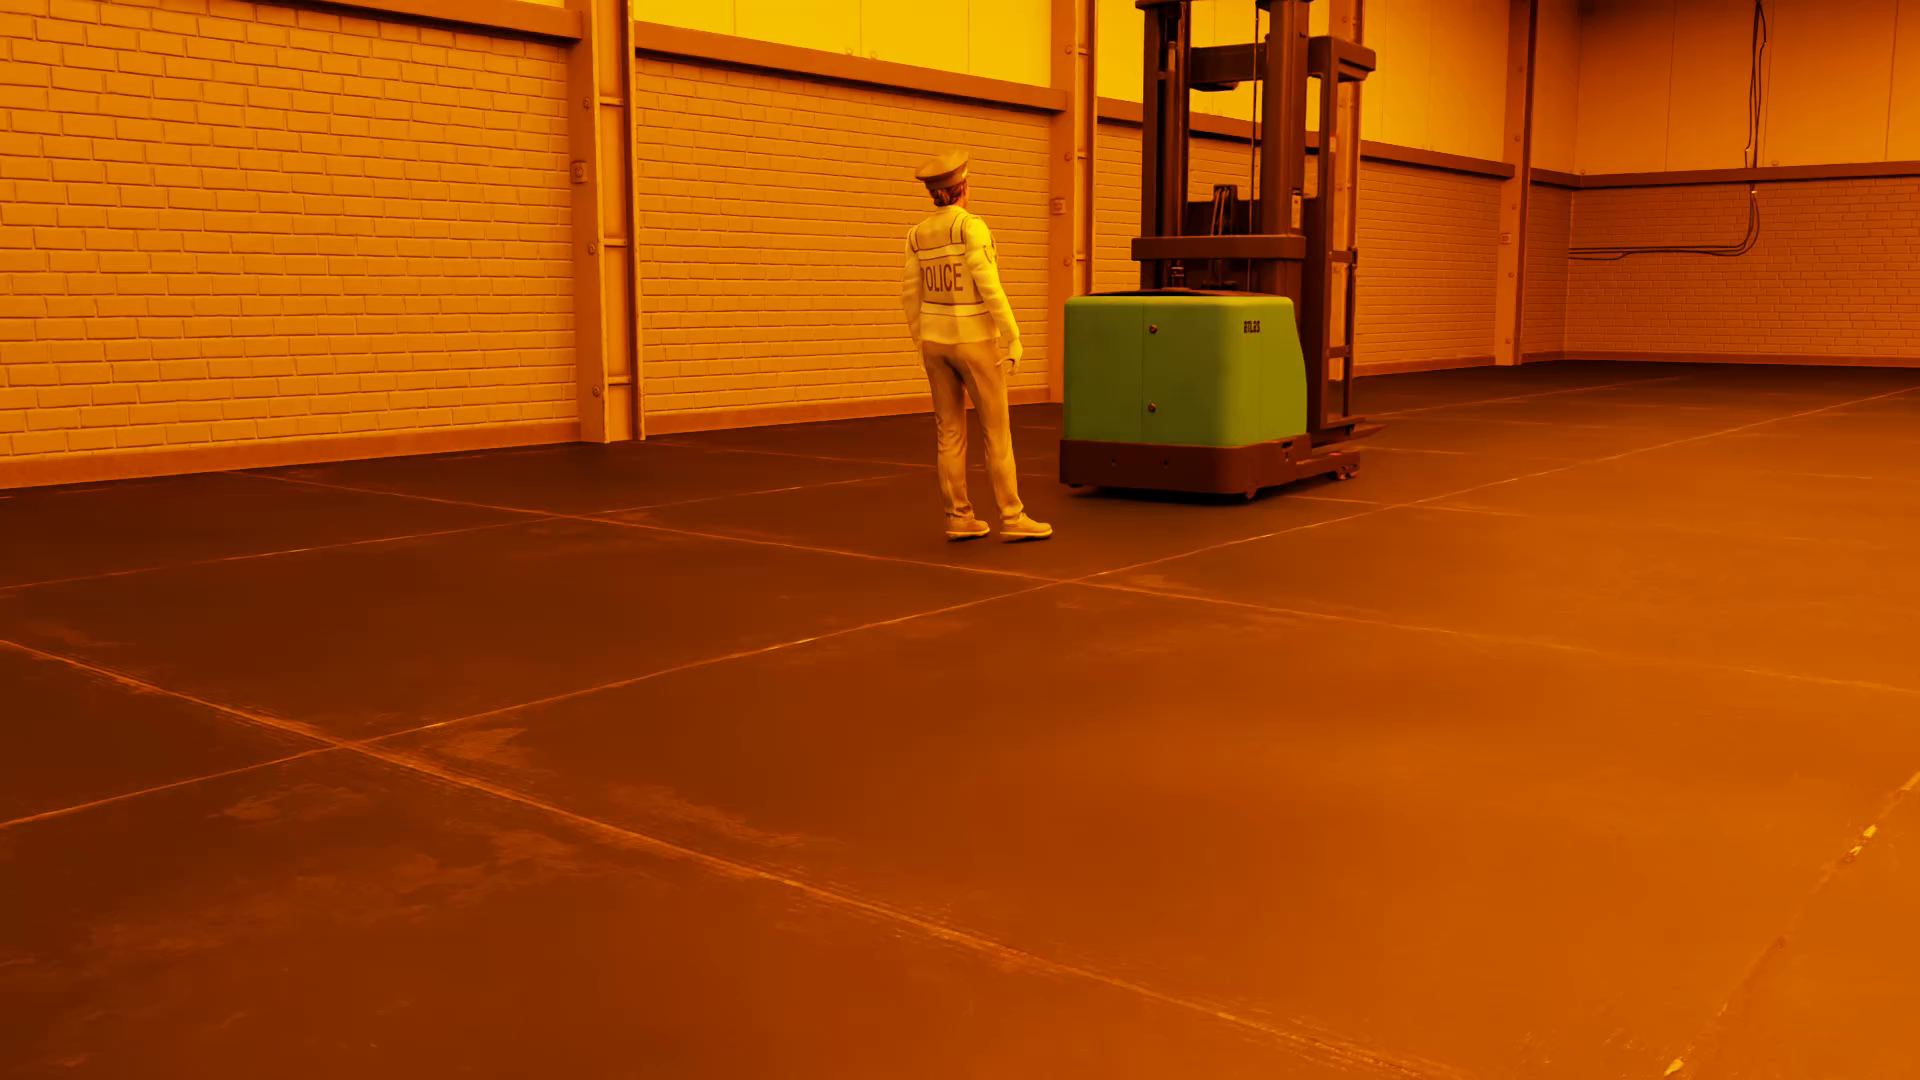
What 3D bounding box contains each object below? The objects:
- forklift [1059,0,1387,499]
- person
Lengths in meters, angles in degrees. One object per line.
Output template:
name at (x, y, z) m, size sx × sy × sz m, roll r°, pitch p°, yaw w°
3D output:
forklift at (1.752, -1.833, 9.810) m, size 1.130 × 2.935 × 3.031 m, roll 5°, pitch 10°, yaw 32°
person at (0.048, -0.853, 7.330) m, size 0.588 × 1.695 × 0.531 m, roll 7°, pitch 11°, yaw 38°
